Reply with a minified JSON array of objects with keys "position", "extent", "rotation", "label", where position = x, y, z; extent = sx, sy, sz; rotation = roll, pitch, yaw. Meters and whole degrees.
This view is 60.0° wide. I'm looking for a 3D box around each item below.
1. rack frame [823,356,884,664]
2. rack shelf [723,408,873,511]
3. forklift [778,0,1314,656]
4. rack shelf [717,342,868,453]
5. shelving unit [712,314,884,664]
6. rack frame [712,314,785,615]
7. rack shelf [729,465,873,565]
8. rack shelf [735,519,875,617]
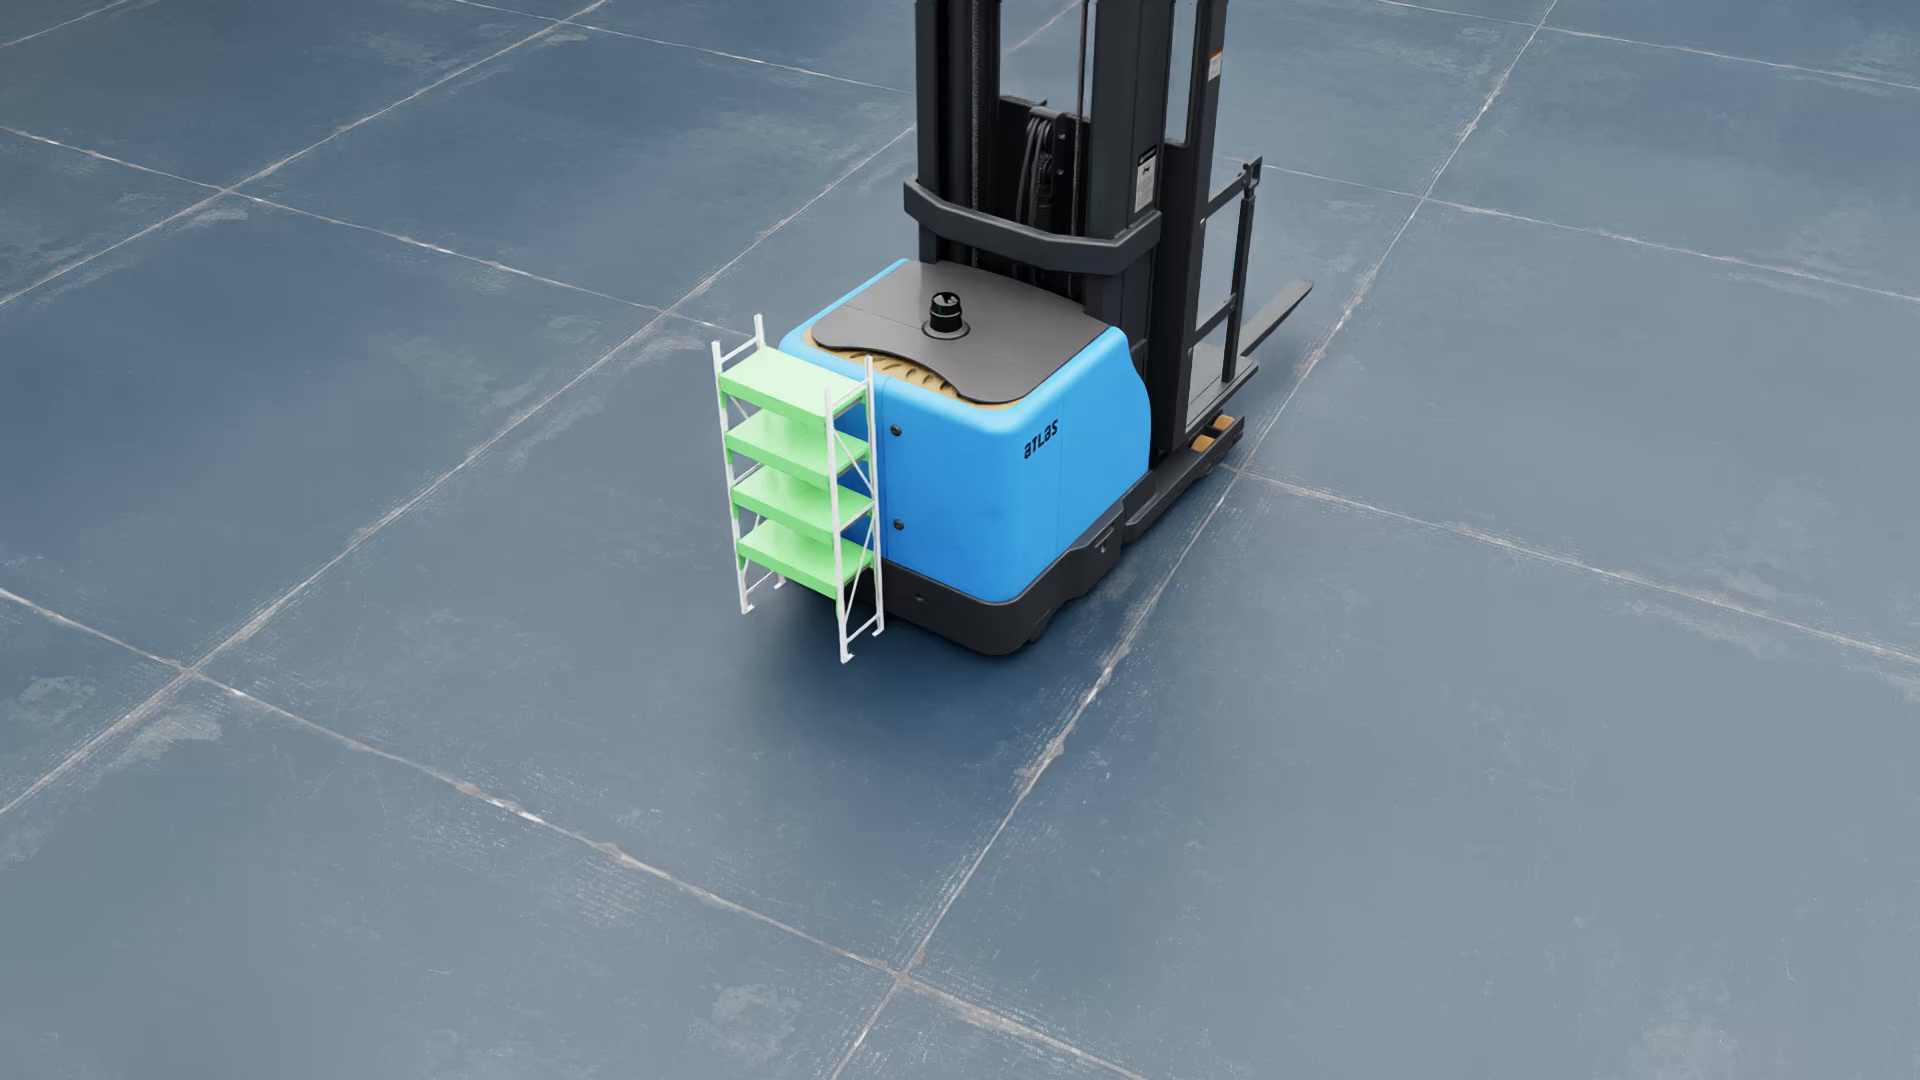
[{"position":[-0.367,-0.079,5.860],"extent":[0.015,1.200,0.240],"rotation":[23,43,28],"label":"rack frame"},{"position":[-0.566,-0.304,5.865],"extent":[0.480,0.148,0.258],"rotation":[23,43,28],"label":"rack shelf"},{"position":[0.579,-1.597,6.429],"extent":[1.130,2.935,3.031],"rotation":[22,43,27],"label":"forklift"},{"position":[-0.568,-0.494,5.719],"extent":[0.480,0.148,0.258],"rotation":[23,43,28],"label":"rack shelf"},{"position":[-0.566,-0.165,5.973],"extent":[0.503,1.200,0.258],"rotation":[23,43,28],"label":"shelving unit"},{"position":[-0.764,-0.250,6.086],"extent":[0.015,1.200,0.240],"rotation":[23,43,28],"label":"rack frame"},{"position":[-0.565,-0.114,6.012],"extent":[0.480,0.148,0.258],"rotation":[23,43,28],"label":"rack shelf"},{"position":[-0.564,0.076,6.158],"extent":[0.480,0.148,0.258],"rotation":[23,43,28],"label":"rack shelf"}]
